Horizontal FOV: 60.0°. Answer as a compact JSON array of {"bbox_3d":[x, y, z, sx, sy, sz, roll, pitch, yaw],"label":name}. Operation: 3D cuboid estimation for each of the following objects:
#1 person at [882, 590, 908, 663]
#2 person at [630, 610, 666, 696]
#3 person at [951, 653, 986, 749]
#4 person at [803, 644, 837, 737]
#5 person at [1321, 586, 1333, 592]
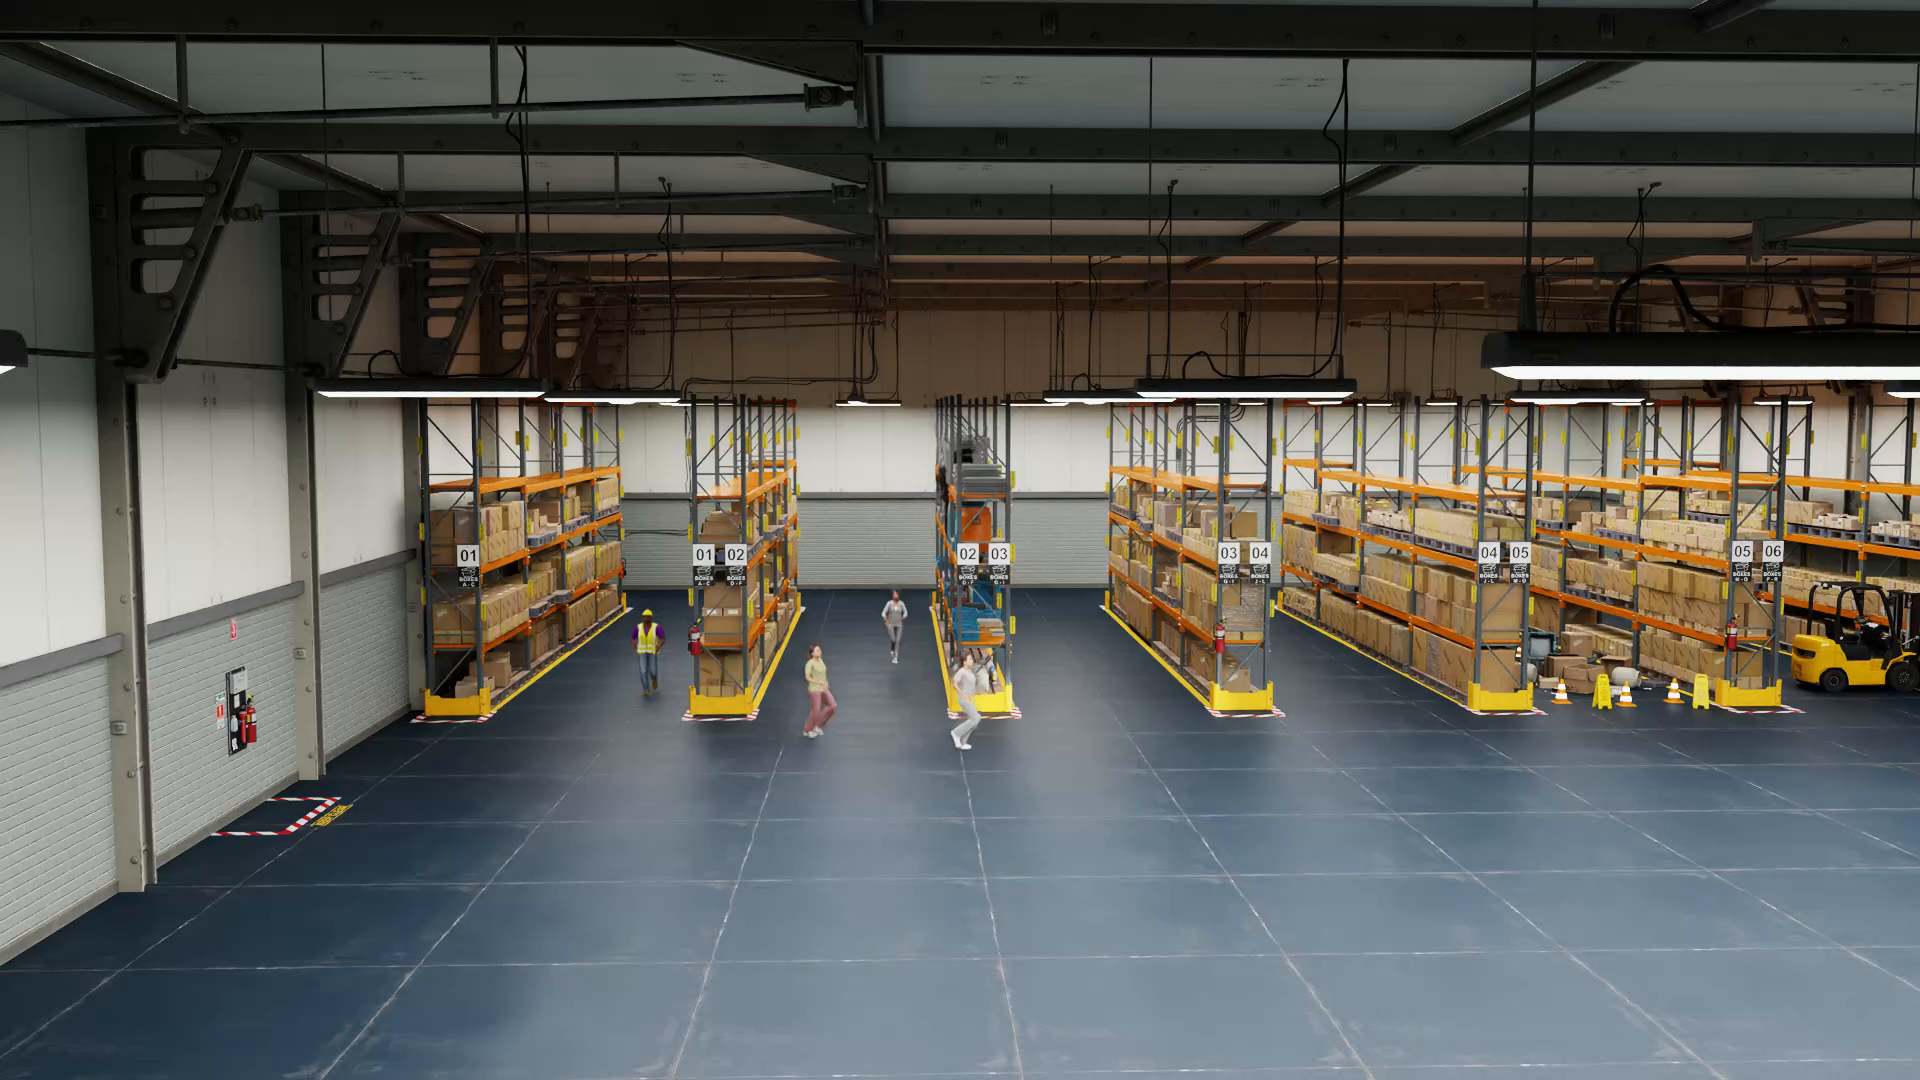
[{"bbox_3d":[-1.381,1.849,35.610,0.549,1.551,0.460,-1,5,-8],"label":"person"},{"bbox_3d":[-6.244,2.249,33.240,0.700,1.719,0.625,0,5,-4],"label":"person"},{"bbox_3d":[0.139,2.704,27.939,0.544,1.626,0.537,2,5,19],"label":"person"},{"bbox_3d":[-2.468,2.620,28.942,0.600,1.628,0.581,3,5,33],"label":"person"},{"bbox_3d":[10.561,1.048,48.725,0.723,1.681,0.910,-4,6,-42],"label":"person"}]
